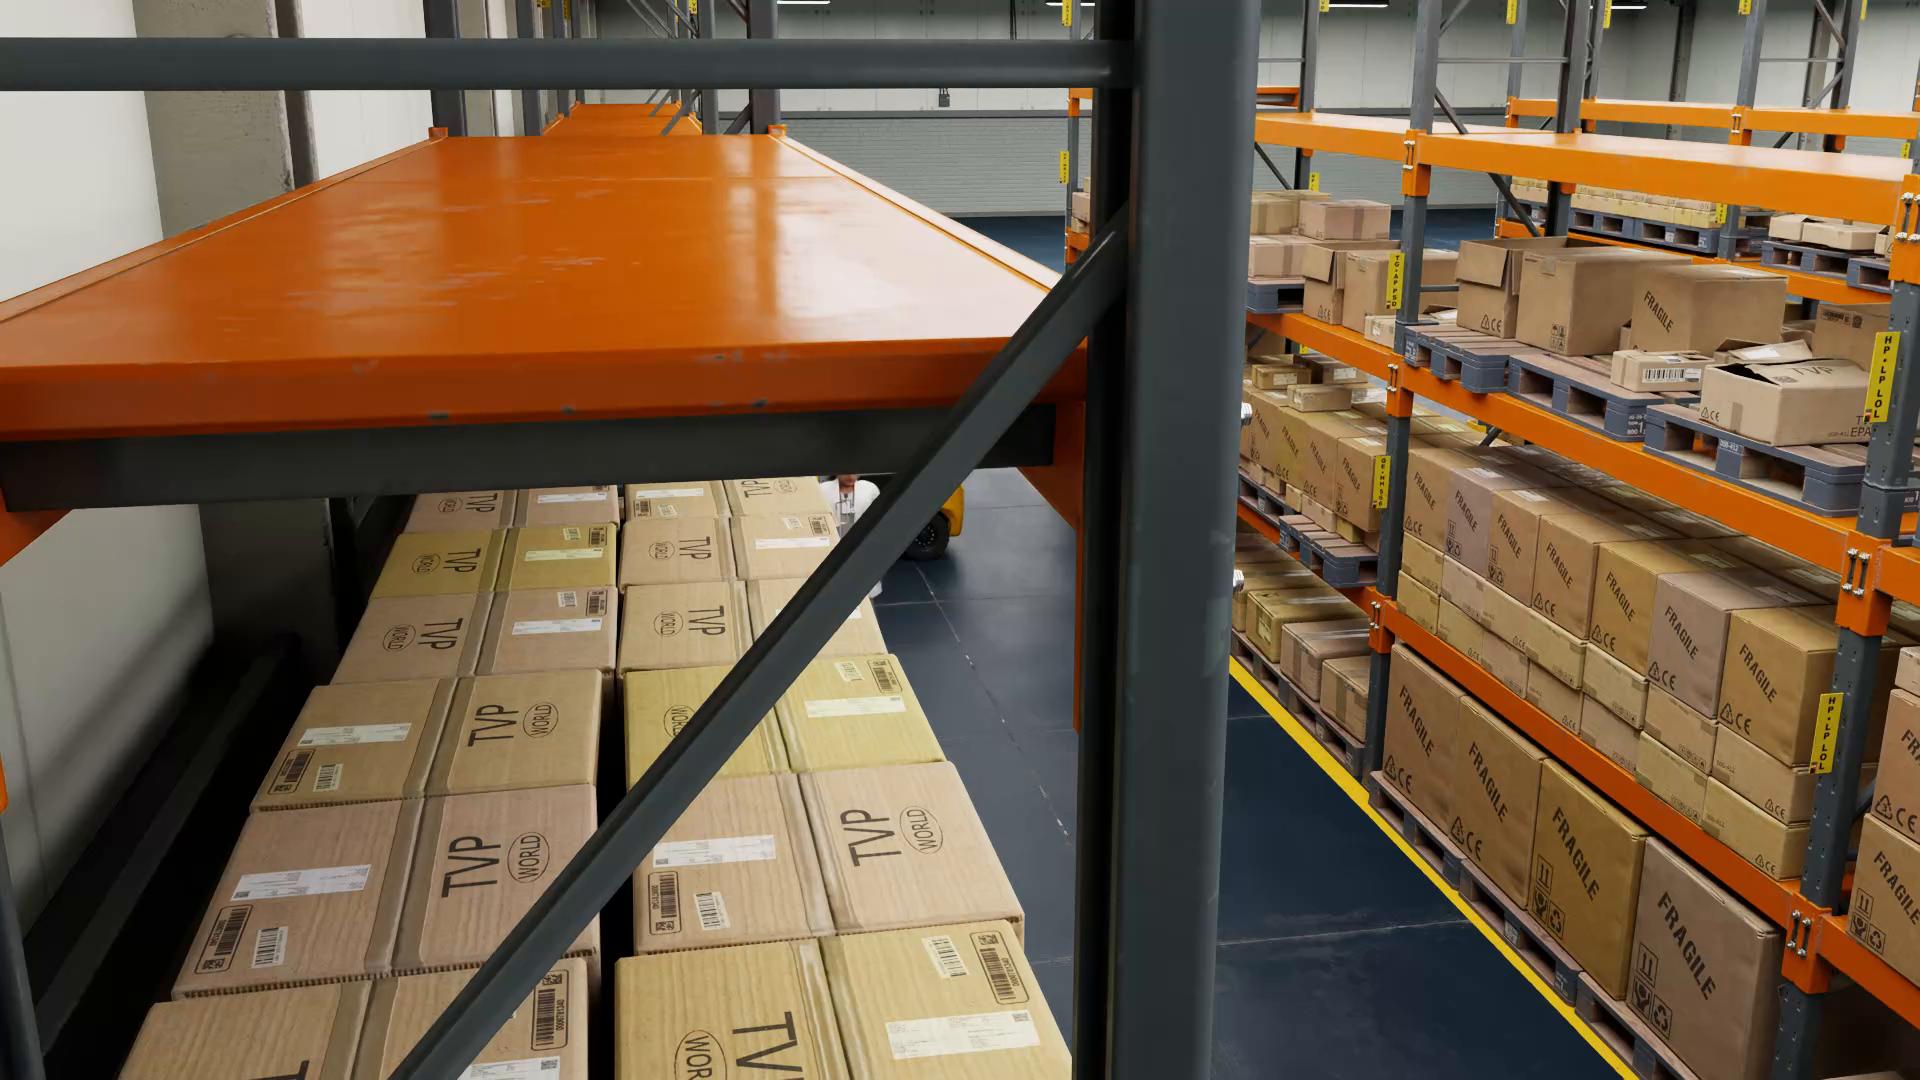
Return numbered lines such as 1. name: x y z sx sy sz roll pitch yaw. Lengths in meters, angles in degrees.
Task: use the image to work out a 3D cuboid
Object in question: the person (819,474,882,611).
1. person: -0.824 0.195 12.398 0.562 1.774 0.383 -3 16 -9
